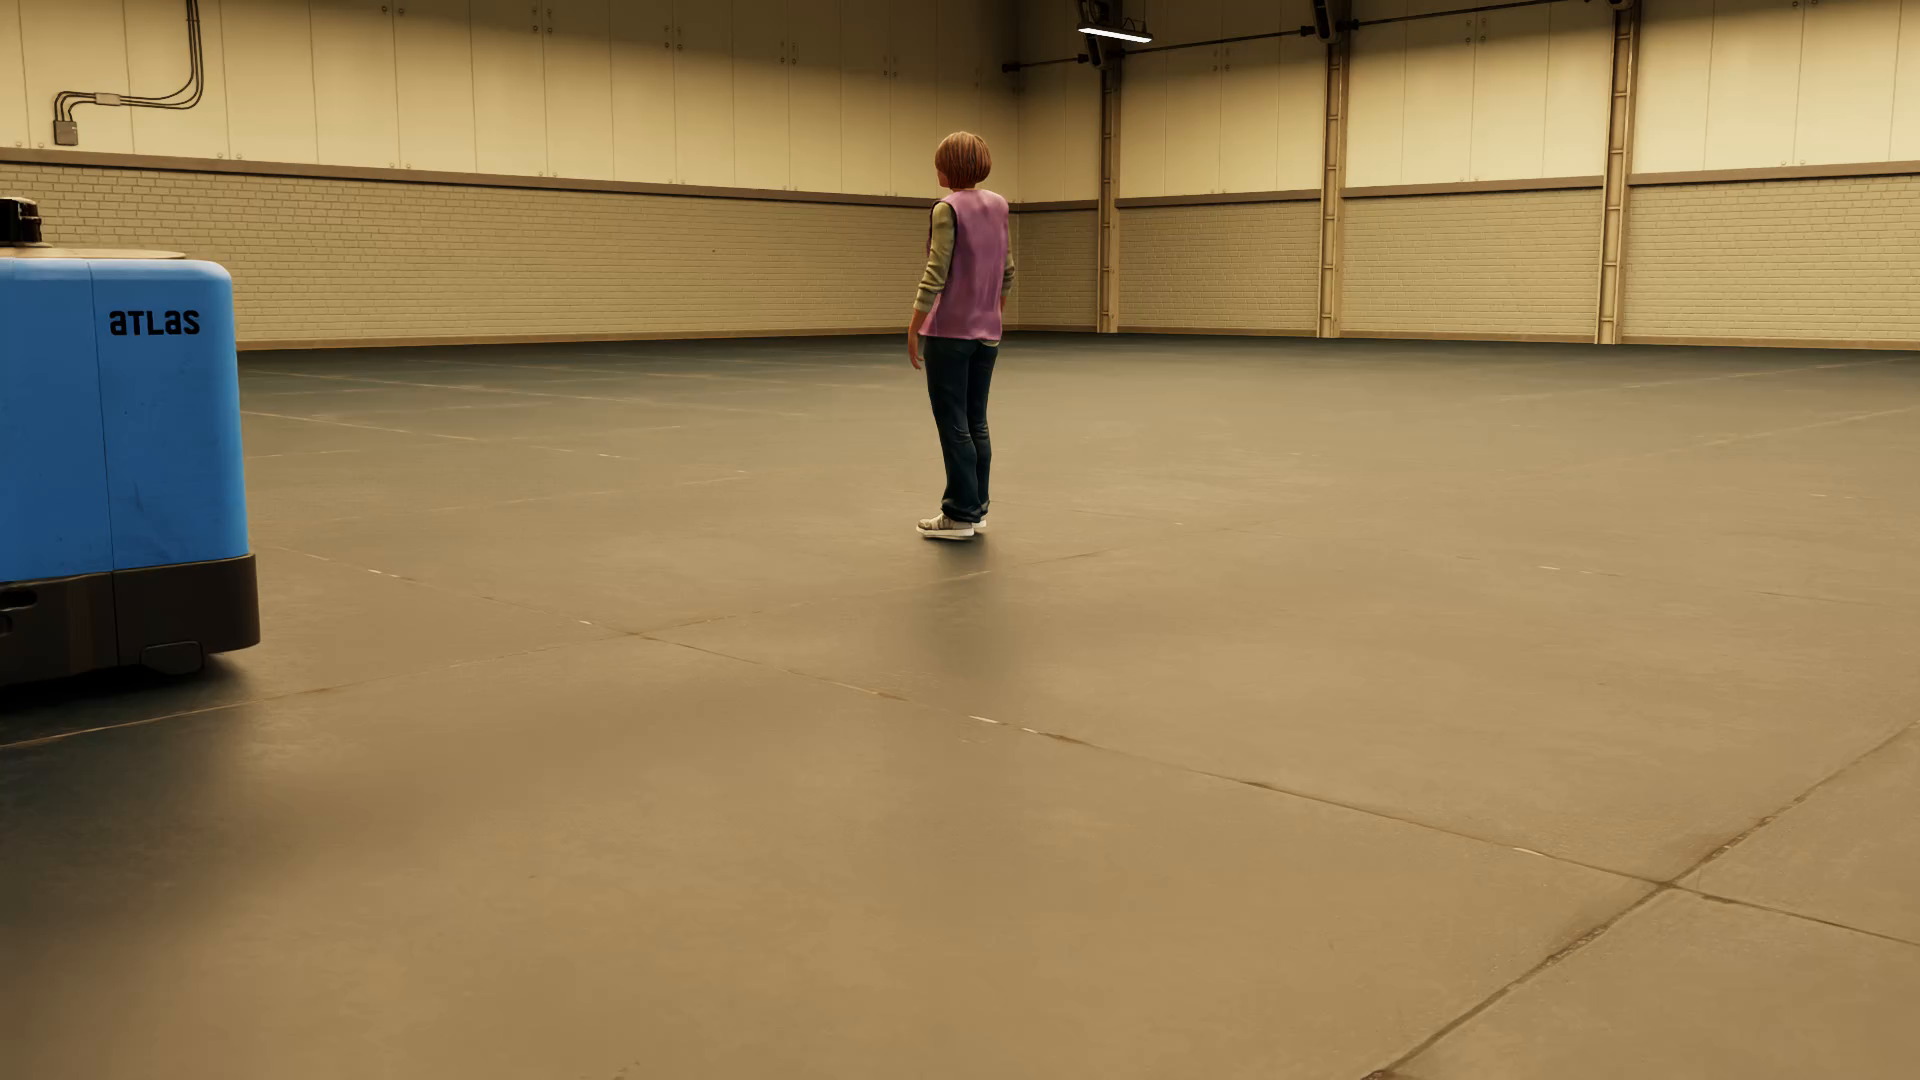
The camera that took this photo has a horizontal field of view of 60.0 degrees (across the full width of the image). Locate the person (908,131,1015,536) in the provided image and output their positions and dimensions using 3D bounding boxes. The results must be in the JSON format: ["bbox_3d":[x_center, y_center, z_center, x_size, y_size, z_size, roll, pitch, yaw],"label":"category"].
[{"bbox_3d":[-0.043,-0.807,6.660,0.473,1.599,0.516,8,12,43],"label":"person"}]

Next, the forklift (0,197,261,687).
[{"bbox_3d":[-3.281,-1.005,3.546,3.031,2.935,1.130,-8,12,-42],"label":"forklift"}]
